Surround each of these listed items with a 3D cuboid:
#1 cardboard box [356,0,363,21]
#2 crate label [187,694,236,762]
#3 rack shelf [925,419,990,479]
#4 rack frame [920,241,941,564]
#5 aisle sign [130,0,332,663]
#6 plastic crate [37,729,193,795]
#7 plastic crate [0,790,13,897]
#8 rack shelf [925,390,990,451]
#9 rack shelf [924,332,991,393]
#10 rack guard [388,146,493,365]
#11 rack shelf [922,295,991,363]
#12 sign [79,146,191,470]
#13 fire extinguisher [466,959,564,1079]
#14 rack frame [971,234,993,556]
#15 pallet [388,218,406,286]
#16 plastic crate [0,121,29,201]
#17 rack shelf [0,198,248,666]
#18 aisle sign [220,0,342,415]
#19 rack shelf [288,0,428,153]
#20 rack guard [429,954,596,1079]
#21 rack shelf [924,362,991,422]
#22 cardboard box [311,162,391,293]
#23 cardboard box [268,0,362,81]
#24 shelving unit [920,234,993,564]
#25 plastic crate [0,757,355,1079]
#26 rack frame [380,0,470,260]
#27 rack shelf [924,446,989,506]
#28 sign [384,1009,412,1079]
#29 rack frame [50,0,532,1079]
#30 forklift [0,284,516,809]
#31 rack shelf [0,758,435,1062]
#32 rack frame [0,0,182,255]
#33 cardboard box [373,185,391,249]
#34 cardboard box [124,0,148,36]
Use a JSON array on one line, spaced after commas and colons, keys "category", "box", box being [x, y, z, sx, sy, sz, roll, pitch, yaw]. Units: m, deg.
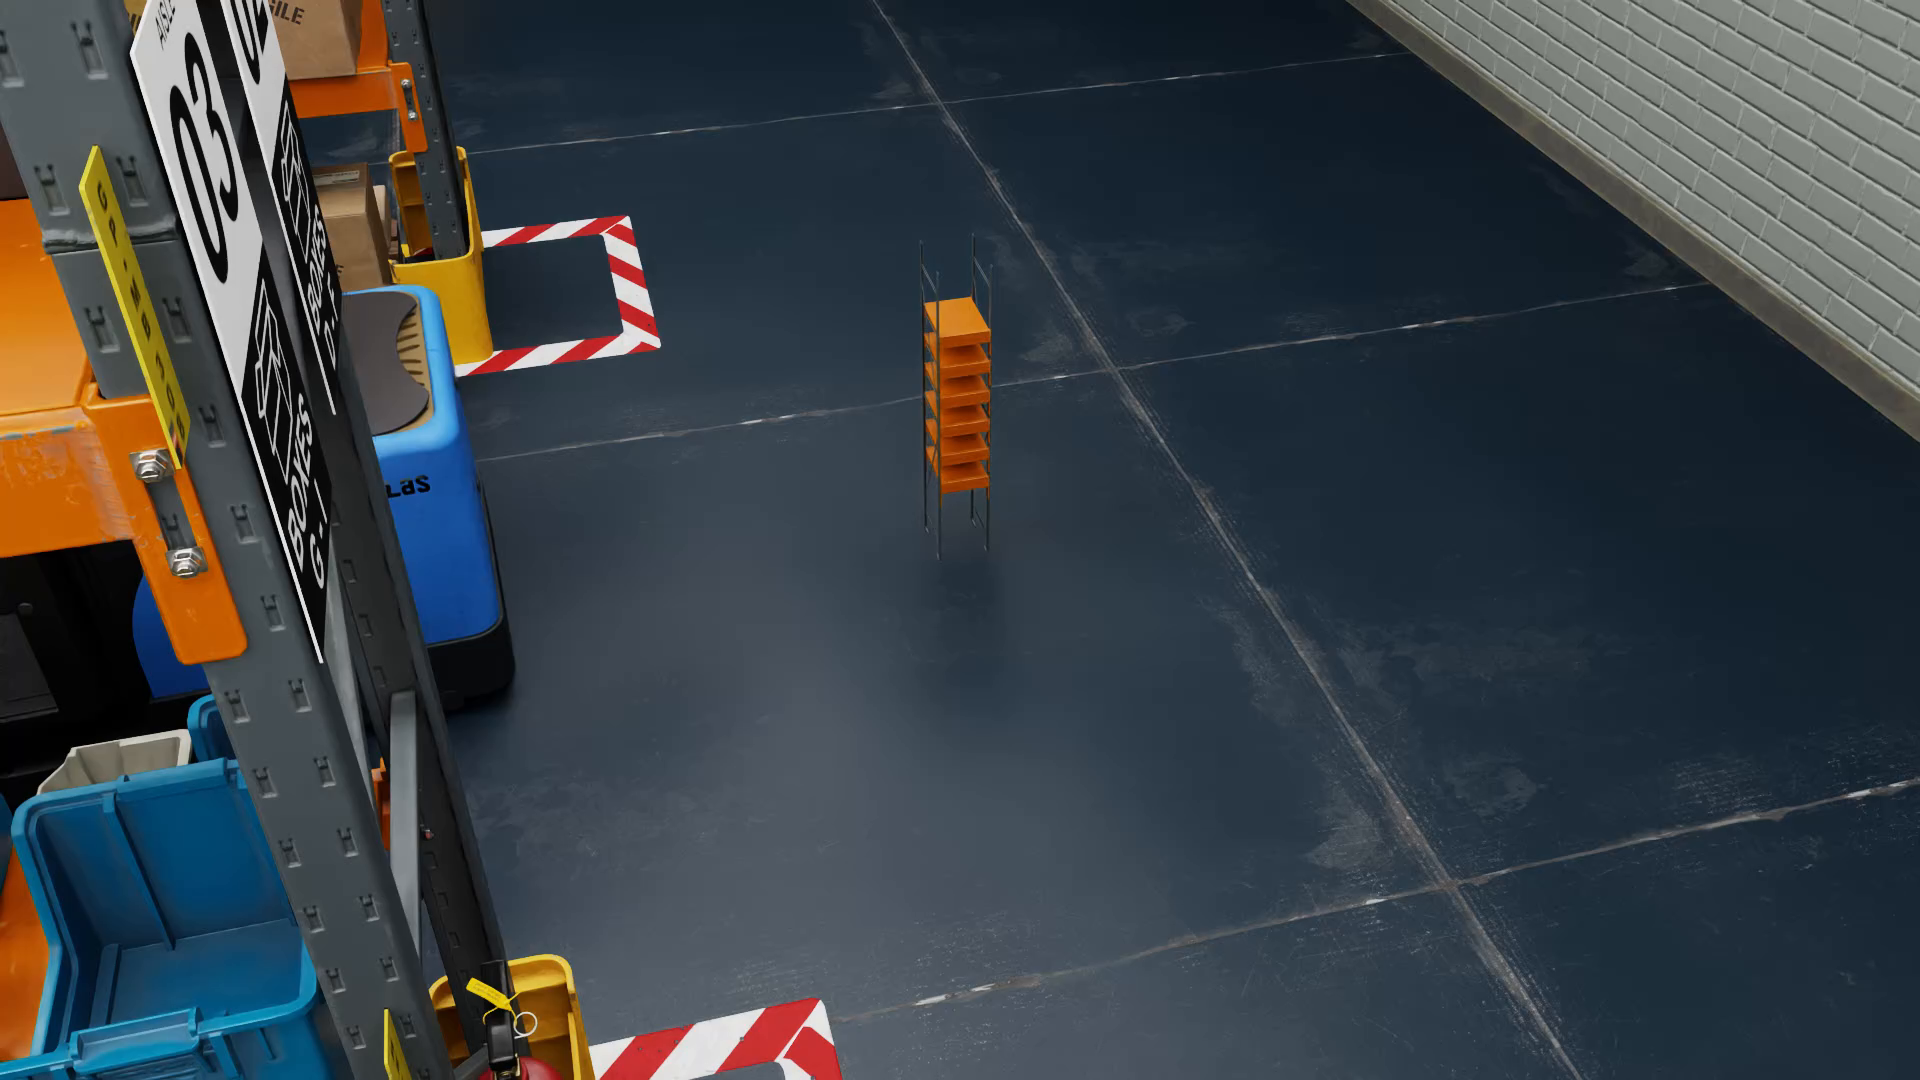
[{"category": "cardboard box", "box": [-2.784, -2.432, 6.878, 0.500, 0.500, 0.500, -9, 38, -11]}, {"category": "crate label", "box": [-1.323, 0.487, 3.233, 0.303, 0.233, 0.416, -9, 38, -12]}, {"category": "rack shelf", "box": [-0.014, -0.344, 5.982, 0.180, 0.103, 0.258, -9, 38, -12]}, {"category": "rack frame", "box": [-0.102, -0.460, 5.864, 0.006, 1.200, 0.240, -9, 38, -12]}, {"category": "aisle sign", "box": [-0.853, -0.274, 2.000, 0.004, 0.787, 0.394, -9, 38, -12]}, {"category": "plastic crate", "box": [-1.654, 0.527, 3.260, 0.298, 0.136, 0.250, -9, 38, -12]}, {"category": "plastic crate", "box": [-1.959, 0.591, 3.097, 0.300, 0.233, 0.416, -9, 38, -12]}, {"category": "rack shelf", "box": [-0.014, -0.439, 5.909, 0.180, 0.103, 0.258, -9, 38, -12]}, {"category": "rack shelf", "box": [-0.014, -0.630, 5.764, 0.180, 0.103, 0.258, -9, 38, -12]}, {"category": "rack guard", "box": [-2.360, -1.303, 7.542, 0.348, 0.500, 1.175, -9, 38, -12]}, {"category": "rack shelf", "box": [-0.014, -0.725, 5.691, 0.180, 0.103, 0.258, -9, 38, -12]}, {"category": "sign", "box": [-0.840, -0.232, 1.701, 0.005, 0.325, 0.100, -9, 38, -12]}, {"category": "fire extinguisher", "box": [-0.735, 1.020, 2.819, 0.183, 0.674, 0.296, -9, 38, -12]}, {"category": "rack frame", "box": [0.074, -0.489, 5.901, 0.006, 1.200, 0.240, -9, 38, -12]}, {"category": "pallet", "box": [-3.129, -1.061, 7.464, 1.213, 0.211, 1.003, -9, 38, -12]}, {"category": "plastic crate", "box": [-1.443, -0.644, 2.262, 0.590, 0.269, 0.497, -9, 38, -12]}, {"category": "rack shelf", "box": [-2.930, 0.009, 1.892, 4.000, 0.370, 1.077, -9, 38, -12]}, {"category": "aisle sign", "box": [-1.007, -0.620, 2.452, 0.004, 0.787, 0.394, -9, 38, -12]}, {"category": "rack shelf", "box": [-4.217, -1.705, 6.603, 4.000, 0.370, 1.077, -9, 38, -12]}, {"category": "rack guard", "box": [-0.979, 1.580, 3.774, 0.348, 0.500, 1.175, -9, 38, -12]}, {"category": "rack shelf", "box": [-0.014, -0.534, 5.837, 0.180, 0.103, 0.258, -9, 38, -12]}, {"category": "cardboard box", "box": [-2.747, -1.259, 7.123, 0.500, 0.500, 0.500, -9, 38, -12]}, {"category": "cardboard box", "box": [-2.648, -2.117, 6.466, 0.500, 0.500, 0.500, -8, 38, -11]}, {"category": "shelving unit", "box": [-0.014, -0.474, 5.882, 0.189, 1.200, 0.258, -9, 38, -12]}, {"category": "plastic crate", "box": [-1.273, 0.723, 2.758, 0.499, 0.435, 0.616, -9, 38, -12]}, {"category": "rack frame", "box": [-2.287, -2.308, 6.798, 0.127, 3.000, 1.000, -9, 38, -12]}, {"category": "rack shelf", "box": [-0.014, -0.248, 6.055, 0.180, 0.103, 0.258, -9, 38, -12]}, {"category": "sign", "box": [-0.840, 0.853, 2.531, 0.005, 0.325, 0.100, -9, 38, -12]}, {"category": "rack frame", "box": [-0.999, 0.598, 2.999, 0.127, 3.000, 1.000, -9, 38, -12]}, {"category": "forklift", "box": [-3.061, -0.640, 4.674, 3.031, 2.935, 1.130, -11, 39, -14]}, {"category": "rack shelf", "box": [-2.930, 1.201, 2.804, 4.000, 0.370, 1.077, -9, 38, -12]}, {"category": "rack frame", "box": [-0.999, -1.785, 1.177, 0.127, 3.000, 1.000, -9, 38, -12]}, {"category": "cardboard box", "box": [-2.780, -1.486, 7.708, 0.250, 0.149, 0.380, -9, 38, -12]}, {"category": "cardboard box", "box": [-3.148, -2.033, 6.356, 0.500, 0.500, 0.500, -9, 38, -12]}]
